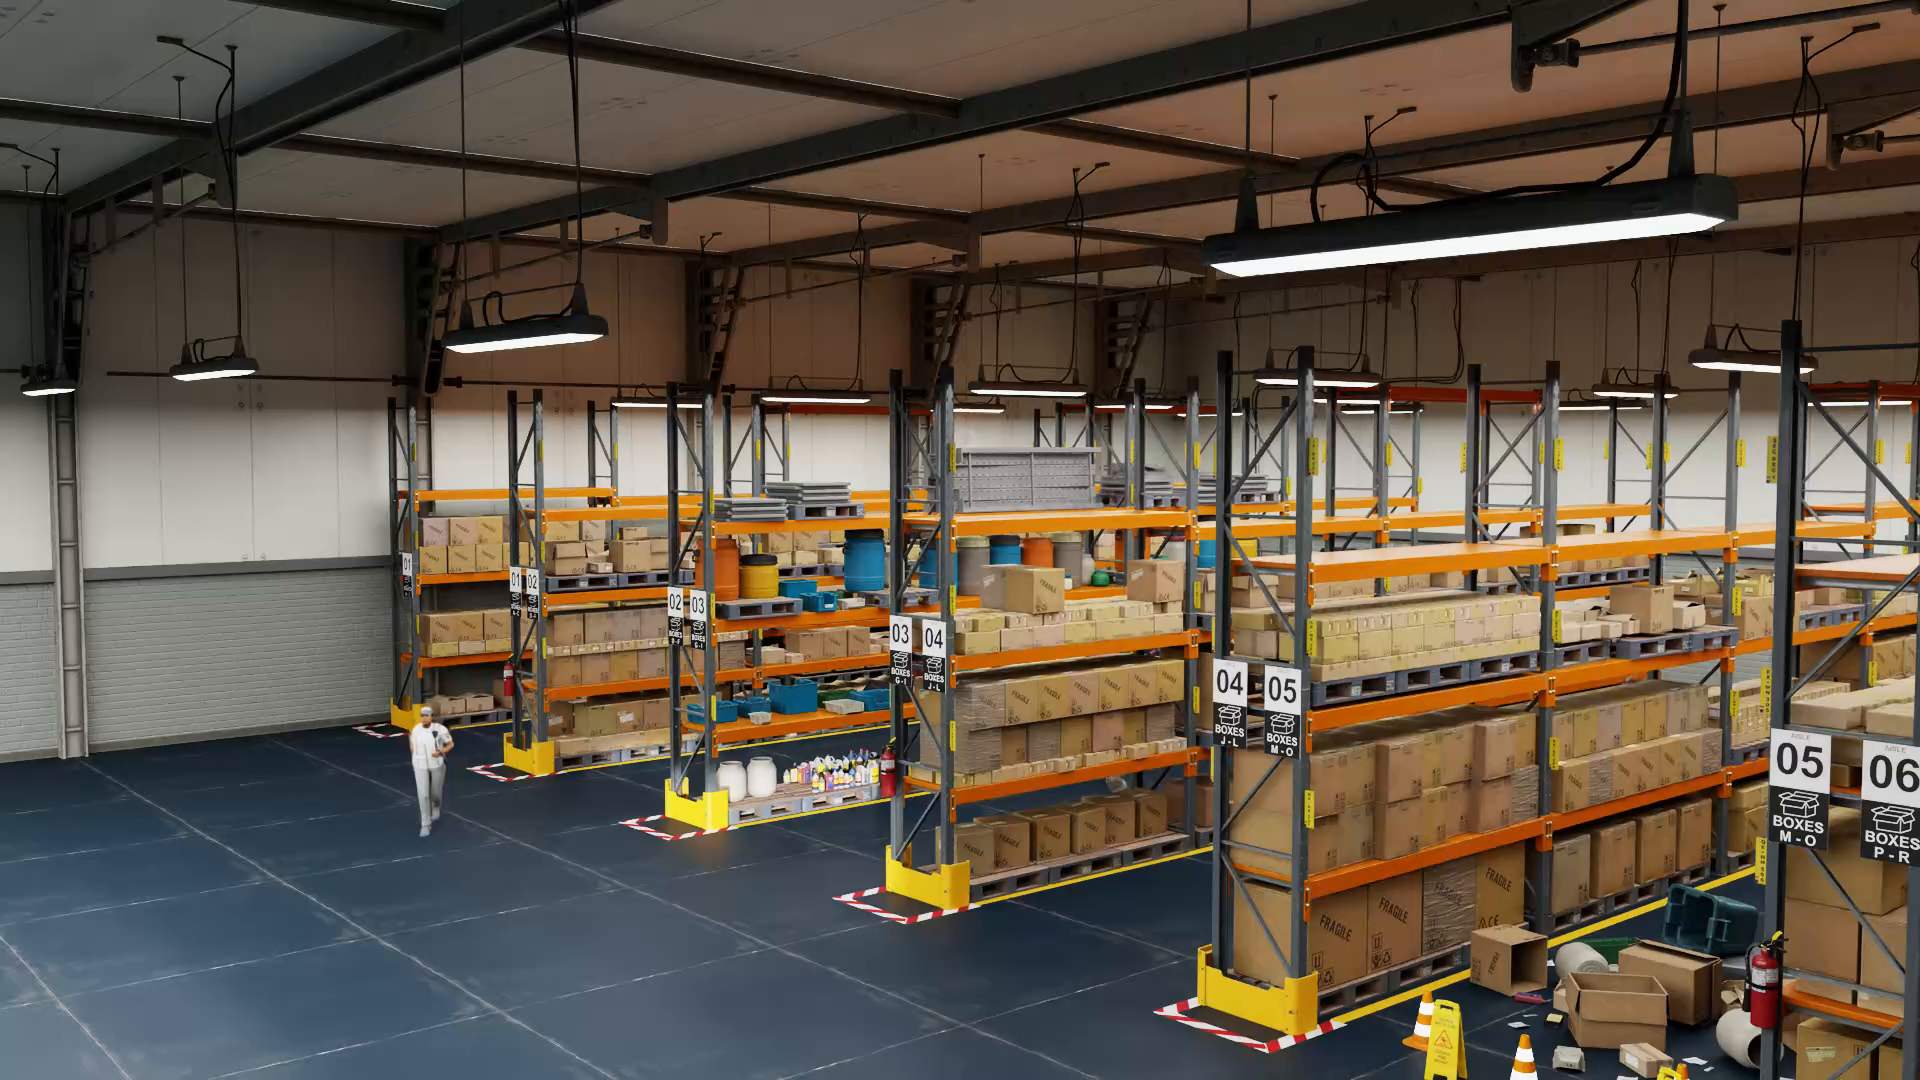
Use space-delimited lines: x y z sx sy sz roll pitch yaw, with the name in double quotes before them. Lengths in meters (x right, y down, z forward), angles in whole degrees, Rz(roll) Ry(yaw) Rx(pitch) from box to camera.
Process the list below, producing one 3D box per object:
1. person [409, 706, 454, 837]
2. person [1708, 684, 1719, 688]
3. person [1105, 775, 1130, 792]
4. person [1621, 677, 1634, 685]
"person" -7.061 3.052 22.204 0.597 1.671 0.844 -1 3 -9
"person" 11.058 2.929 24.338 0.589 1.668 0.627 -3 5 -44
"person" 2.132 2.935 23.049 0.610 1.751 0.683 -3 4 -42
"person" 10.207 2.875 25.458 0.864 1.575 0.545 -3 5 -43
